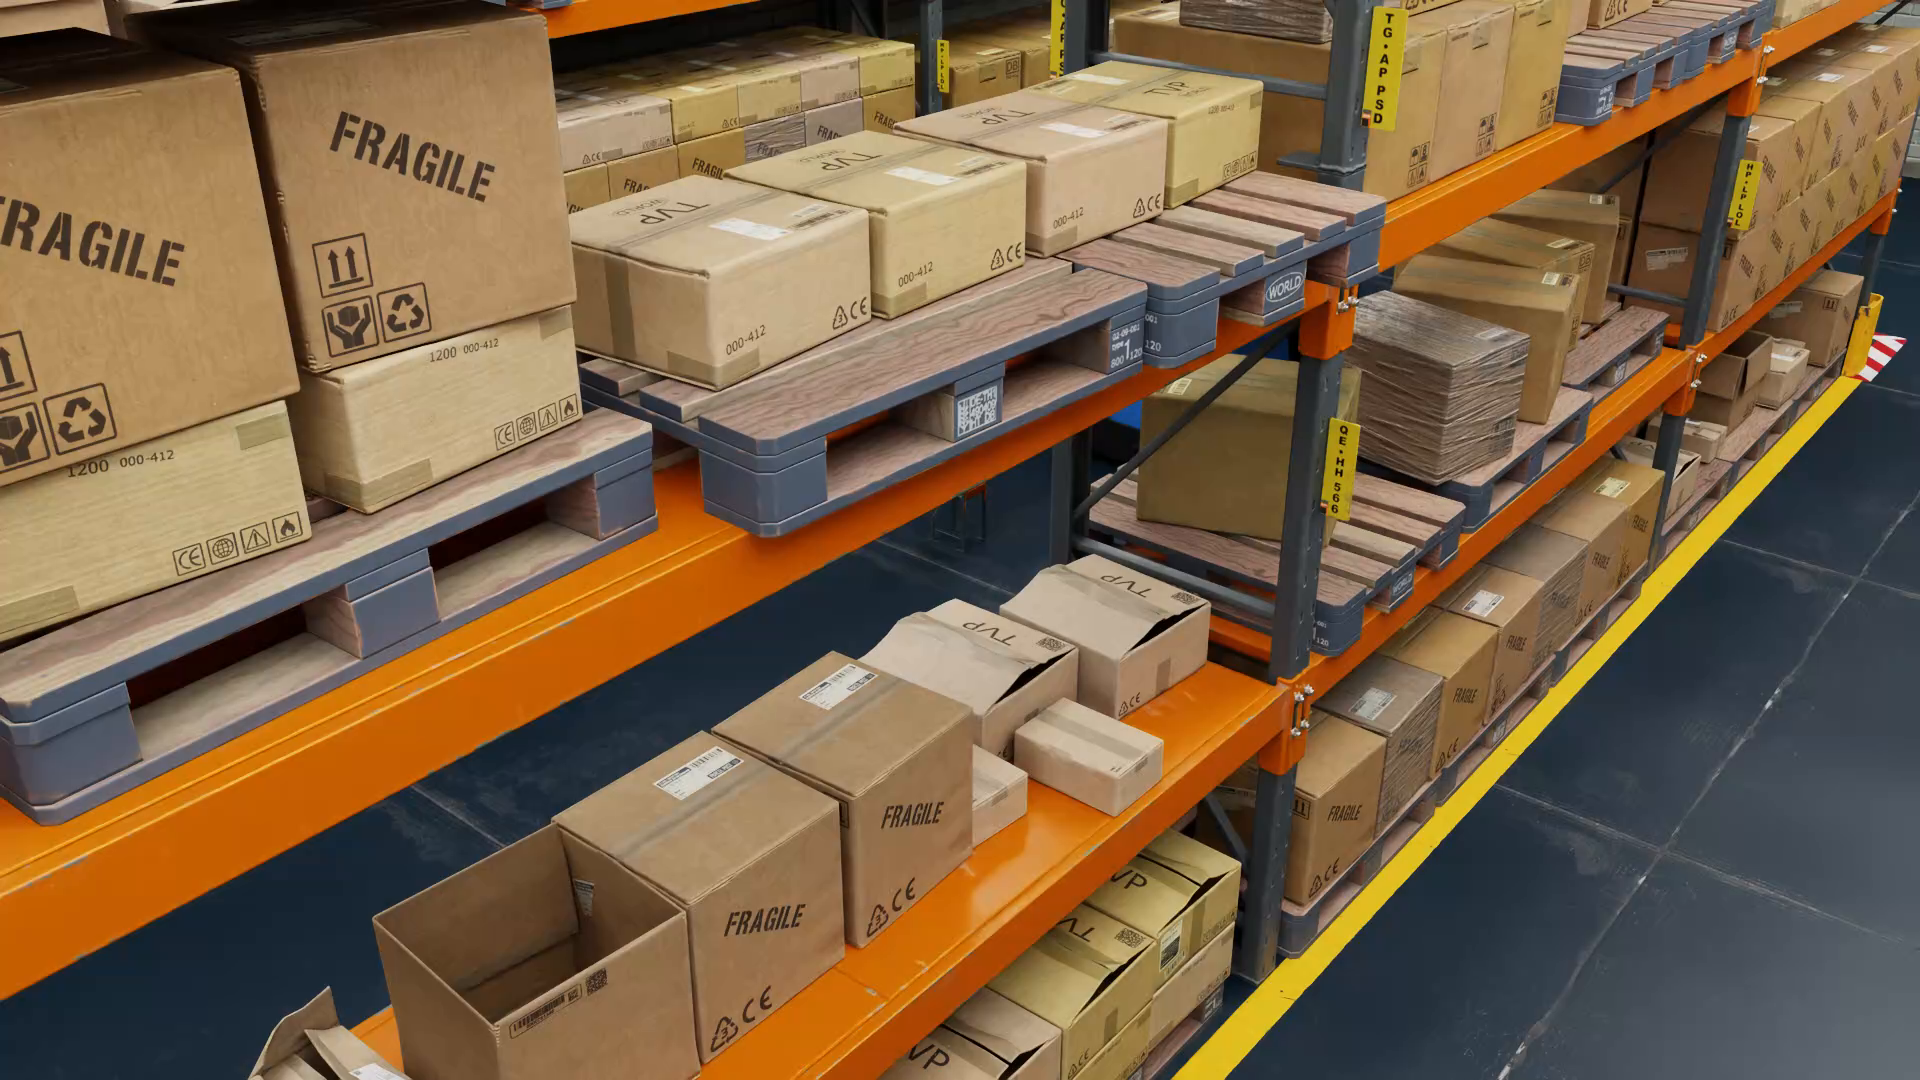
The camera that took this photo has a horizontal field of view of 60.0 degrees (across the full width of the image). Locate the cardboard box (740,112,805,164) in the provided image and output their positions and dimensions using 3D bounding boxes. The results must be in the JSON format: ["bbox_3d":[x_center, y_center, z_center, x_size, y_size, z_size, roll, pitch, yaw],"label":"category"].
[{"bbox_3d":[-1.278,-2.316,10.008,0.500,0.500,0.500,21,34,34],"label":"cardboard box"}]

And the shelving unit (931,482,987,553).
[{"bbox_3d":[-0.009,-0.528,8.964,0.258,1.200,0.189,21,34,34],"label":"shelving unit"}]

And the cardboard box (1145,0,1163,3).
[{"bbox_3d":[1.691,-4.095,13.575,0.980,0.700,0.700,23,35,37],"label":"cardboard box"}]

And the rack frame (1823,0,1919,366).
[{"bbox_3d":[5.833,-2.699,11.203,1.000,3.000,0.127,21,34,34],"label":"rack frame"}]

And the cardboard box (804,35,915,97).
[{"bbox_3d":[-0.636,-3.006,10.525,0.500,0.250,0.500,22,34,36],"label":"cardboard box"}]

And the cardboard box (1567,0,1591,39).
[{"bbox_3d":[2.065,-2.258,6.411,0.600,0.600,0.600,19,33,33],"label":"cardboard box"}]

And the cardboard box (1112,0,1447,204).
[{"bbox_3d":[0.996,-1.404,5.326,0.910,0.500,0.500,21,34,34],"label":"cardboard box"}]

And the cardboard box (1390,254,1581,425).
[{"bbox_3d":[2.212,-0.868,7.097,0.700,0.500,0.500,12,30,22],"label":"cardboard box"}]

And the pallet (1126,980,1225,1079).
[{"bbox_3d":[0.190,1.656,5.819,1.003,0.211,1.213,21,34,34],"label":"pallet"}]

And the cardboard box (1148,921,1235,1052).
[{"bbox_3d":[0.598,1.430,5.757,0.500,0.250,0.500,22,34,36],"label":"cardboard box"}]

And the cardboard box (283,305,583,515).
[{"bbox_3d":[-1.054,-0.308,3.023,0.500,0.250,0.500,17,32,30],"label":"cardboard box"}]

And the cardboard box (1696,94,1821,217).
[{"bbox_3d":[4.133,-2.037,8.727,0.500,0.500,0.500,20,33,33],"label":"cardboard box"}]

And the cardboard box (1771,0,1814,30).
[{"bbox_3d":[3.789,-2.647,8.001,0.500,0.250,0.500,21,34,34],"label":"cardboard box"}]

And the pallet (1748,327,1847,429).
[{"bbox_3d":[5.278,-1.151,11.245,1.003,0.211,1.213,21,34,34],"label":"pallet"}]

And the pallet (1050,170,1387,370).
[{"bbox_3d":[0.382,-0.845,4.559,1.213,0.211,1.003,23,35,37],"label":"pallet"}]

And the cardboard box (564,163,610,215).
[{"bbox_3d":[-2.234,-1.775,8.962,0.500,0.500,0.500,22,35,36],"label":"cardboard box"}]

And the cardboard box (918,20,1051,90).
[{"bbox_3d":[0.290,-3.306,12.049,0.980,0.700,0.700,20,33,33],"label":"cardboard box"}]

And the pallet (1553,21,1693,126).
[{"bbox_3d":[2.162,-1.951,6.696,1.213,0.211,1.003,21,34,34],"label":"pallet"}]

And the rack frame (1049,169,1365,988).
[{"bbox_3d":[0.744,0.137,5.720,1.000,3.000,0.127,21,34,34],"label":"rack frame"}]

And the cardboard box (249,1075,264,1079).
[{"bbox_3d":[-1.521,1.435,3.376,0.500,0.250,0.500,23,35,37],"label":"cardboard box"}]

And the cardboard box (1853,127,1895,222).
[{"bbox_3d":[5.431,-2.320,10.362,0.500,0.500,0.500,21,34,35],"label":"cardboard box"}]

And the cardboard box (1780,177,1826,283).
[{"bbox_3d":[4.466,-1.786,9.329,0.500,0.500,0.500,21,34,34],"label":"cardboard box"}]

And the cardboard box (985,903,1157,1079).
[{"bbox_3d":[0.276,1.367,5.269,0.500,0.311,0.500,20,34,34],"label":"cardboard box"}]

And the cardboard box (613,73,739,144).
[{"bbox_3d":[-1.617,-2.465,9.481,0.500,0.250,0.500,20,33,33],"label":"cardboard box"}]

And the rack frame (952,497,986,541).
[{"bbox_3d":[0.049,-0.560,9.027,0.240,1.200,0.006,21,34,34],"label":"rack frame"}]

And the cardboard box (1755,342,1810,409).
[{"bbox_3d":[5.050,-1.081,10.588,0.500,0.250,0.500,21,34,34],"label":"cardboard box"}]

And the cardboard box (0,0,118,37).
[{"bbox_3d":[-3.977,-2.264,6.963,0.637,0.503,0.797,-23,35,-37],"label":"cardboard box"}]

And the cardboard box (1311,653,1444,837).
[{"bbox_3d":[1.583,0.787,6.706,0.500,0.500,0.500,19,33,33],"label":"cardboard box"}]

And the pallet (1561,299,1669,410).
[{"bbox_3d":[2.696,-0.944,8.020,1.003,0.211,1.213,21,34,34],"label":"pallet"}]

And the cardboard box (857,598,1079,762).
[{"bbox_3d":[0.026,0.437,5.237,0.500,0.311,0.500,20,34,34],"label":"cardboard box"}]

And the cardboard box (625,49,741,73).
[{"bbox_3d":[-1.673,-2.792,10.113,0.500,0.250,0.500,19,33,33],"label":"cardboard box"}]

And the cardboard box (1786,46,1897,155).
[{"bbox_3d":[5.115,-2.585,9.785,0.500,0.500,0.500,22,34,36],"label":"cardboard box"}]

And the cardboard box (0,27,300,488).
[{"bbox_3d":[-1.377,-0.437,2.456,0.500,0.500,0.500,21,34,35],"label":"cardboard box"}]

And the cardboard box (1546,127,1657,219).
[{"bbox_3d":[3.410,-2.025,8.702,0.500,0.500,0.500,21,34,35],"label":"cardboard box"}]

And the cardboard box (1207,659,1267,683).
[{"bbox_3d":[1.158,0.652,6.967,0.500,0.500,0.500,22,35,36],"label":"cardboard box"}]

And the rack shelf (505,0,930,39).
[{"bbox_3d":[-1.808,-3.031,9.363,1.077,0.370,4.000,21,34,34],"label":"rack shelf"}]

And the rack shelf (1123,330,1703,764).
[{"bbox_3d":[2.016,-0.252,7.256,1.077,0.370,4.000,21,34,34],"label":"rack shelf"}]

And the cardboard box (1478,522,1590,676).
[{"bbox_3d":[2.556,0.243,7.757,0.500,0.500,0.500,21,34,35],"label":"cardboard box"}]

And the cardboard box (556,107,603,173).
[{"bbox_3d":[-2.252,-2.104,8.782,0.500,0.250,0.500,20,34,34],"label":"cardboard box"}]

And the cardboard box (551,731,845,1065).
[{"bbox_3d":[-0.645,0.879,4.177,0.500,0.500,0.500,21,34,34],"label":"cardboard box"}]

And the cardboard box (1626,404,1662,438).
[{"bbox_3d":[3.909,-0.833,10.043,0.500,0.311,0.500,21,34,34],"label":"cardboard box"}]

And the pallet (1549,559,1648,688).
[{"bbox_3d":[2.800,0.257,8.524,1.003,0.211,1.213,21,34,34],"label":"pallet"}]

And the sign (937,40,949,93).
[{"bbox_3d":[-0.111,-3.051,10.710,0.100,0.325,0.005,21,34,34],"label":"sign"}]

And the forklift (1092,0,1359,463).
[{"bbox_3d":[1.960,-2.238,10.387,1.130,2.935,3.031,23,35,37],"label":"forklift"}]

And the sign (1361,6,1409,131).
[{"bbox_3d":[1.167,-1.295,4.575,0.100,0.325,0.005,21,34,34],"label":"sign"}]

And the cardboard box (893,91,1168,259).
[{"bbox_3d":[0.180,-0.947,4.257,0.500,0.250,0.500,22,34,36],"label":"cardboard box"}]
